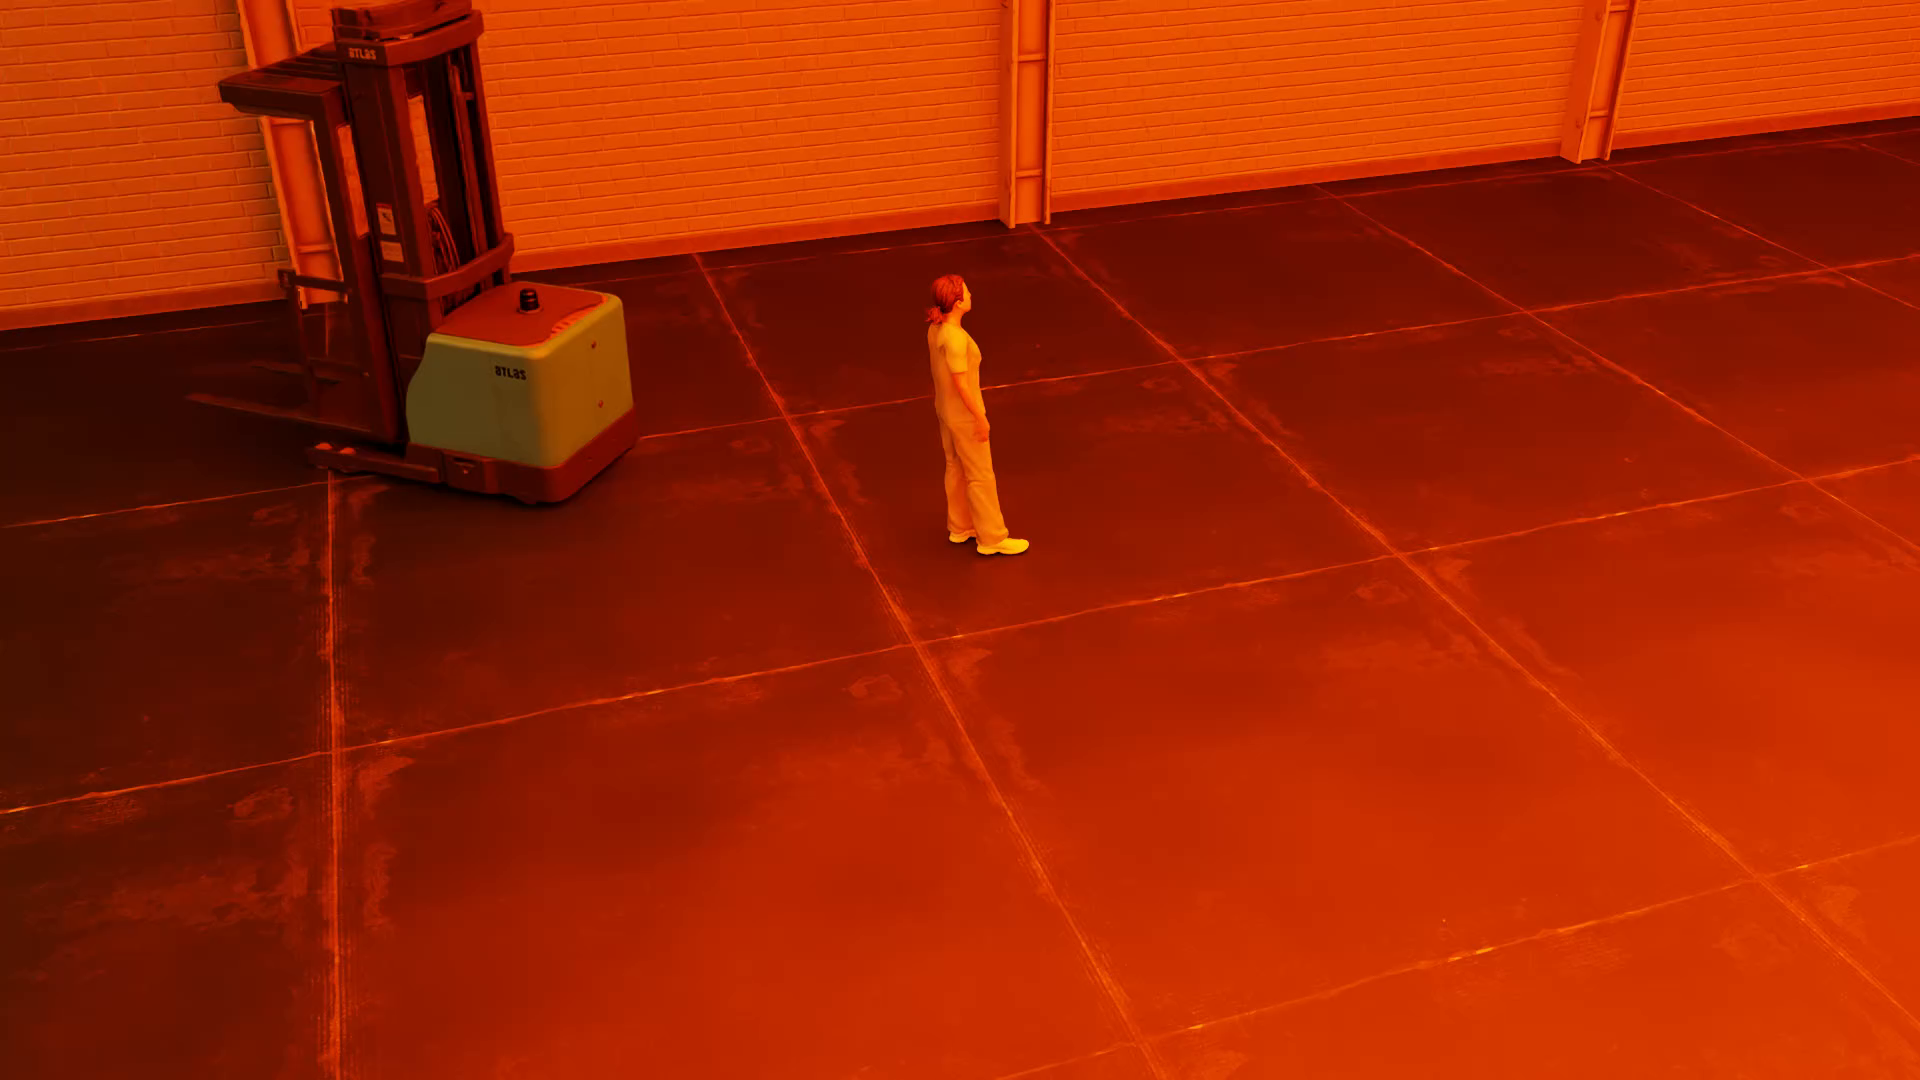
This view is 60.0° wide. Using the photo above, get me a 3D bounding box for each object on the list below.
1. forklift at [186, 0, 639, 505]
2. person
[{"bbox_3d":[-3.705,-1.933,10.446,3.031,2.935,1.130,11,32,18],"label":"forklift"},{"bbox_3d":[0.074,-0.738,9.613,0.549,1.675,0.549,-10,31,-16],"label":"person"}]
